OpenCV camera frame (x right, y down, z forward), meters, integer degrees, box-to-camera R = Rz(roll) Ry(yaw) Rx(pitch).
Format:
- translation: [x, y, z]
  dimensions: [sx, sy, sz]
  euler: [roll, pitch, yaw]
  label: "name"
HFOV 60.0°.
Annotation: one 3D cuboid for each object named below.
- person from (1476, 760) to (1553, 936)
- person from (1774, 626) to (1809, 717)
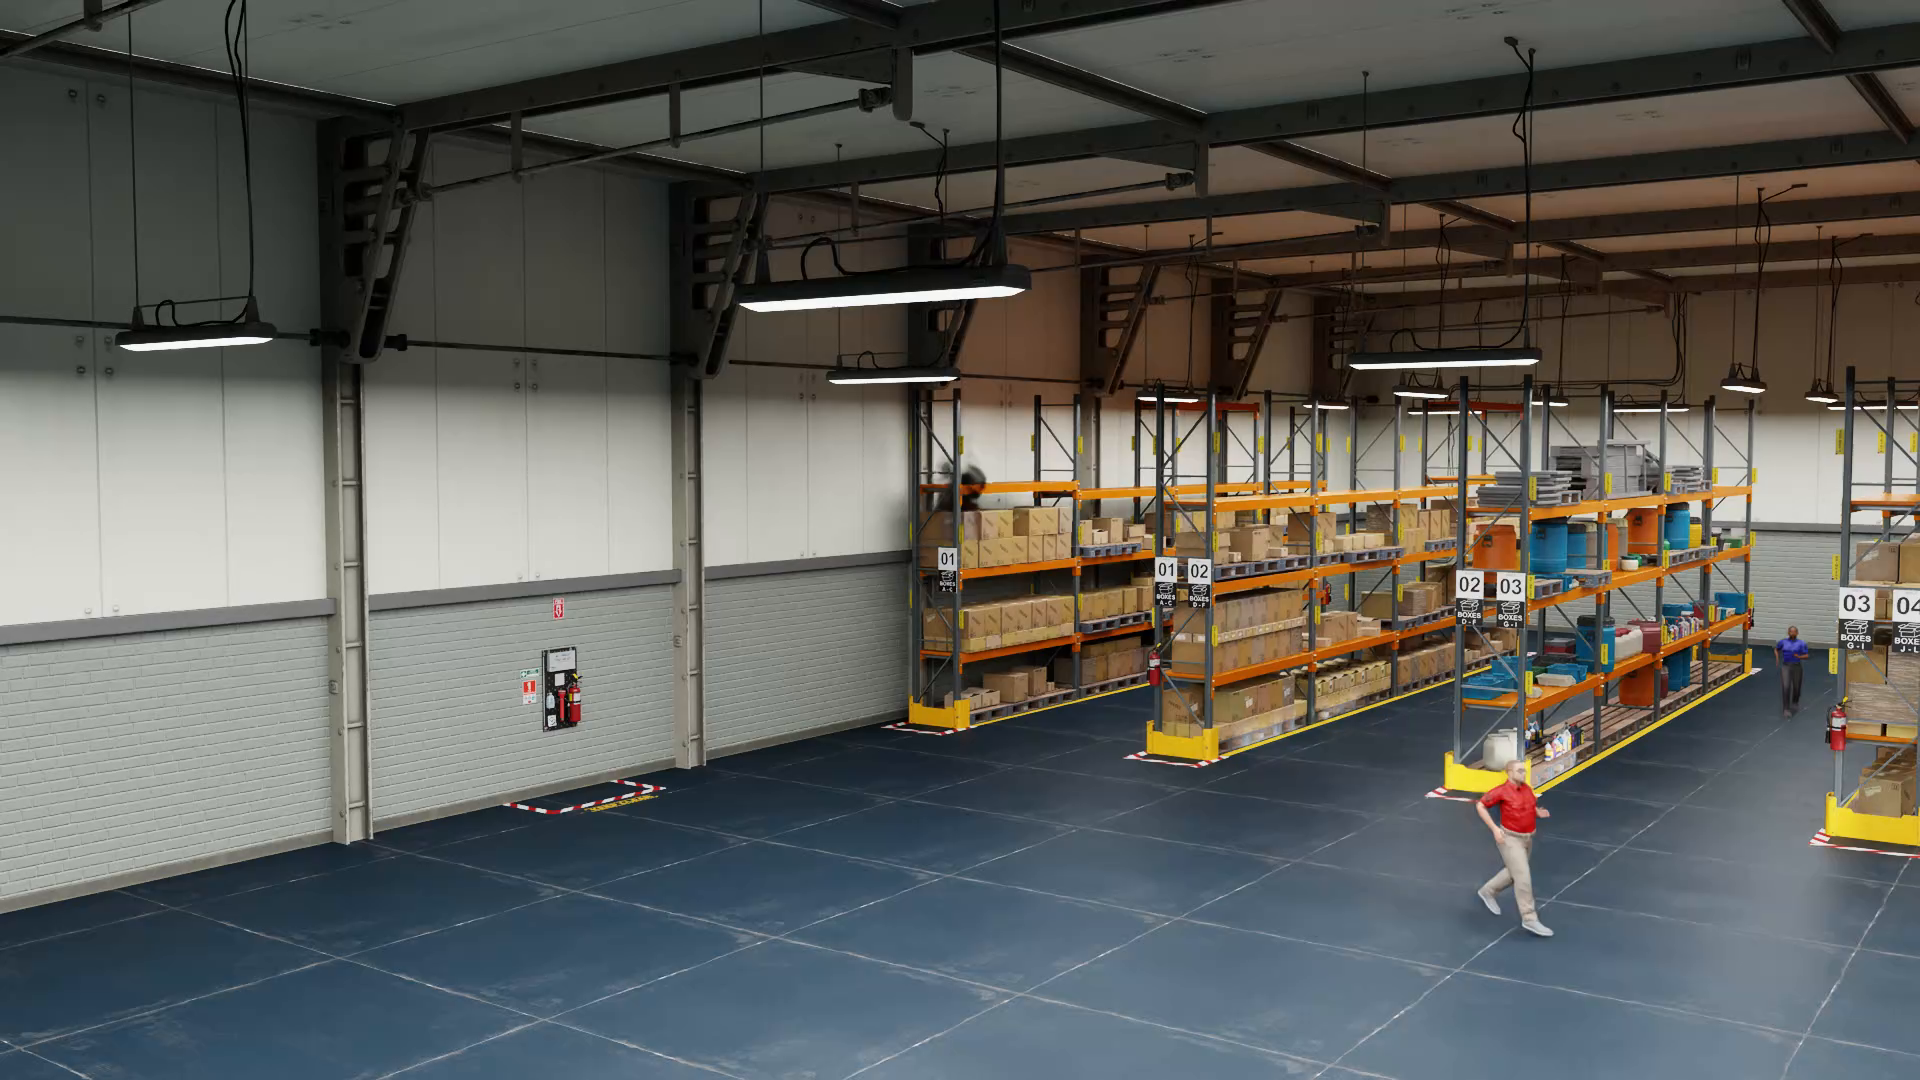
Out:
- translation: [5.751, 3.133, 17.225]
  dimensions: [0.660, 1.718, 0.988]
  euler: [-3, 4, -38]
  label: "person"
- translation: [15.361, 2.411, 30.719]
  dimensions: [0.575, 1.628, 0.941]
  euler: [2, 4, 25]
  label: "person"
